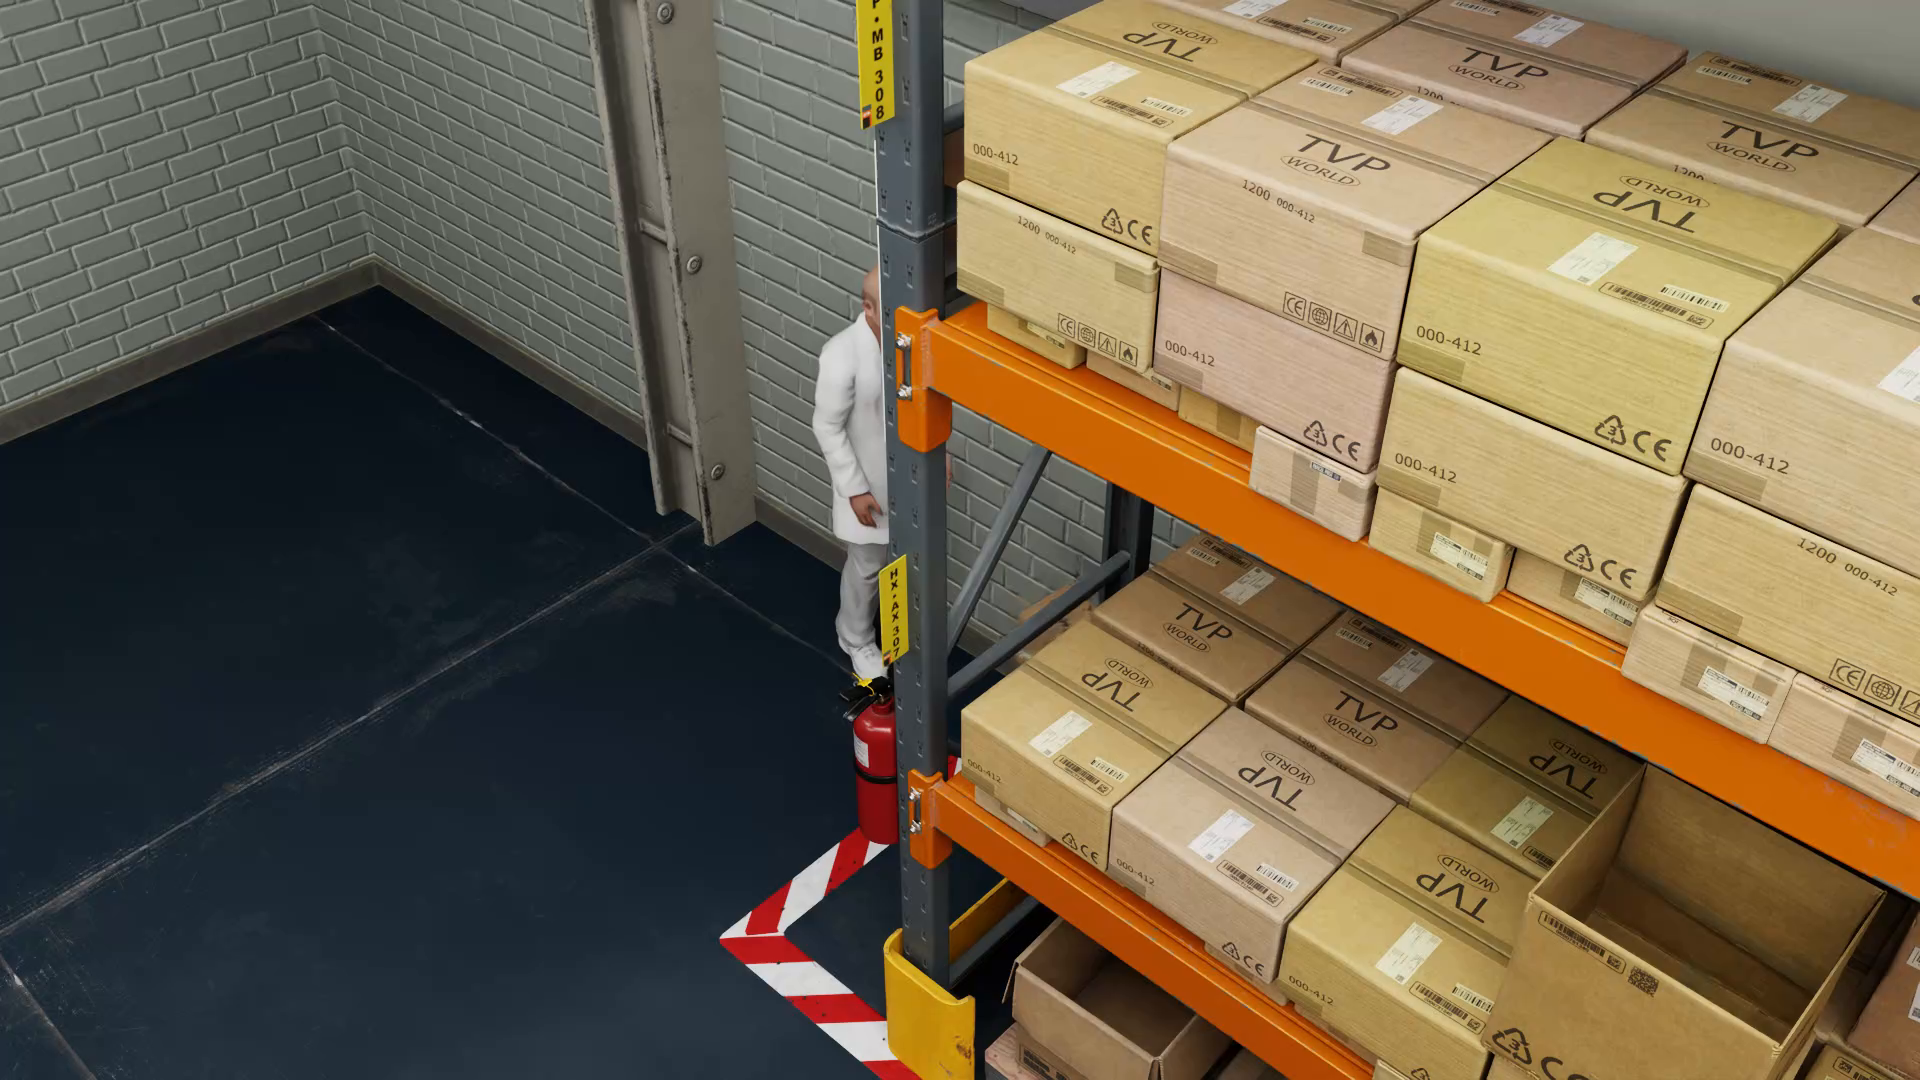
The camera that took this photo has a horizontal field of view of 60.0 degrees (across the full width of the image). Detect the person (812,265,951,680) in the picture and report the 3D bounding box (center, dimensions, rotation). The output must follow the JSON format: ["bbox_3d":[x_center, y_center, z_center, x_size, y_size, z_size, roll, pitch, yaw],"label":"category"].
[{"bbox_3d":[-0.282,-0.281,6.512,0.589,1.778,0.424,-30,47,-32],"label":"person"}]
